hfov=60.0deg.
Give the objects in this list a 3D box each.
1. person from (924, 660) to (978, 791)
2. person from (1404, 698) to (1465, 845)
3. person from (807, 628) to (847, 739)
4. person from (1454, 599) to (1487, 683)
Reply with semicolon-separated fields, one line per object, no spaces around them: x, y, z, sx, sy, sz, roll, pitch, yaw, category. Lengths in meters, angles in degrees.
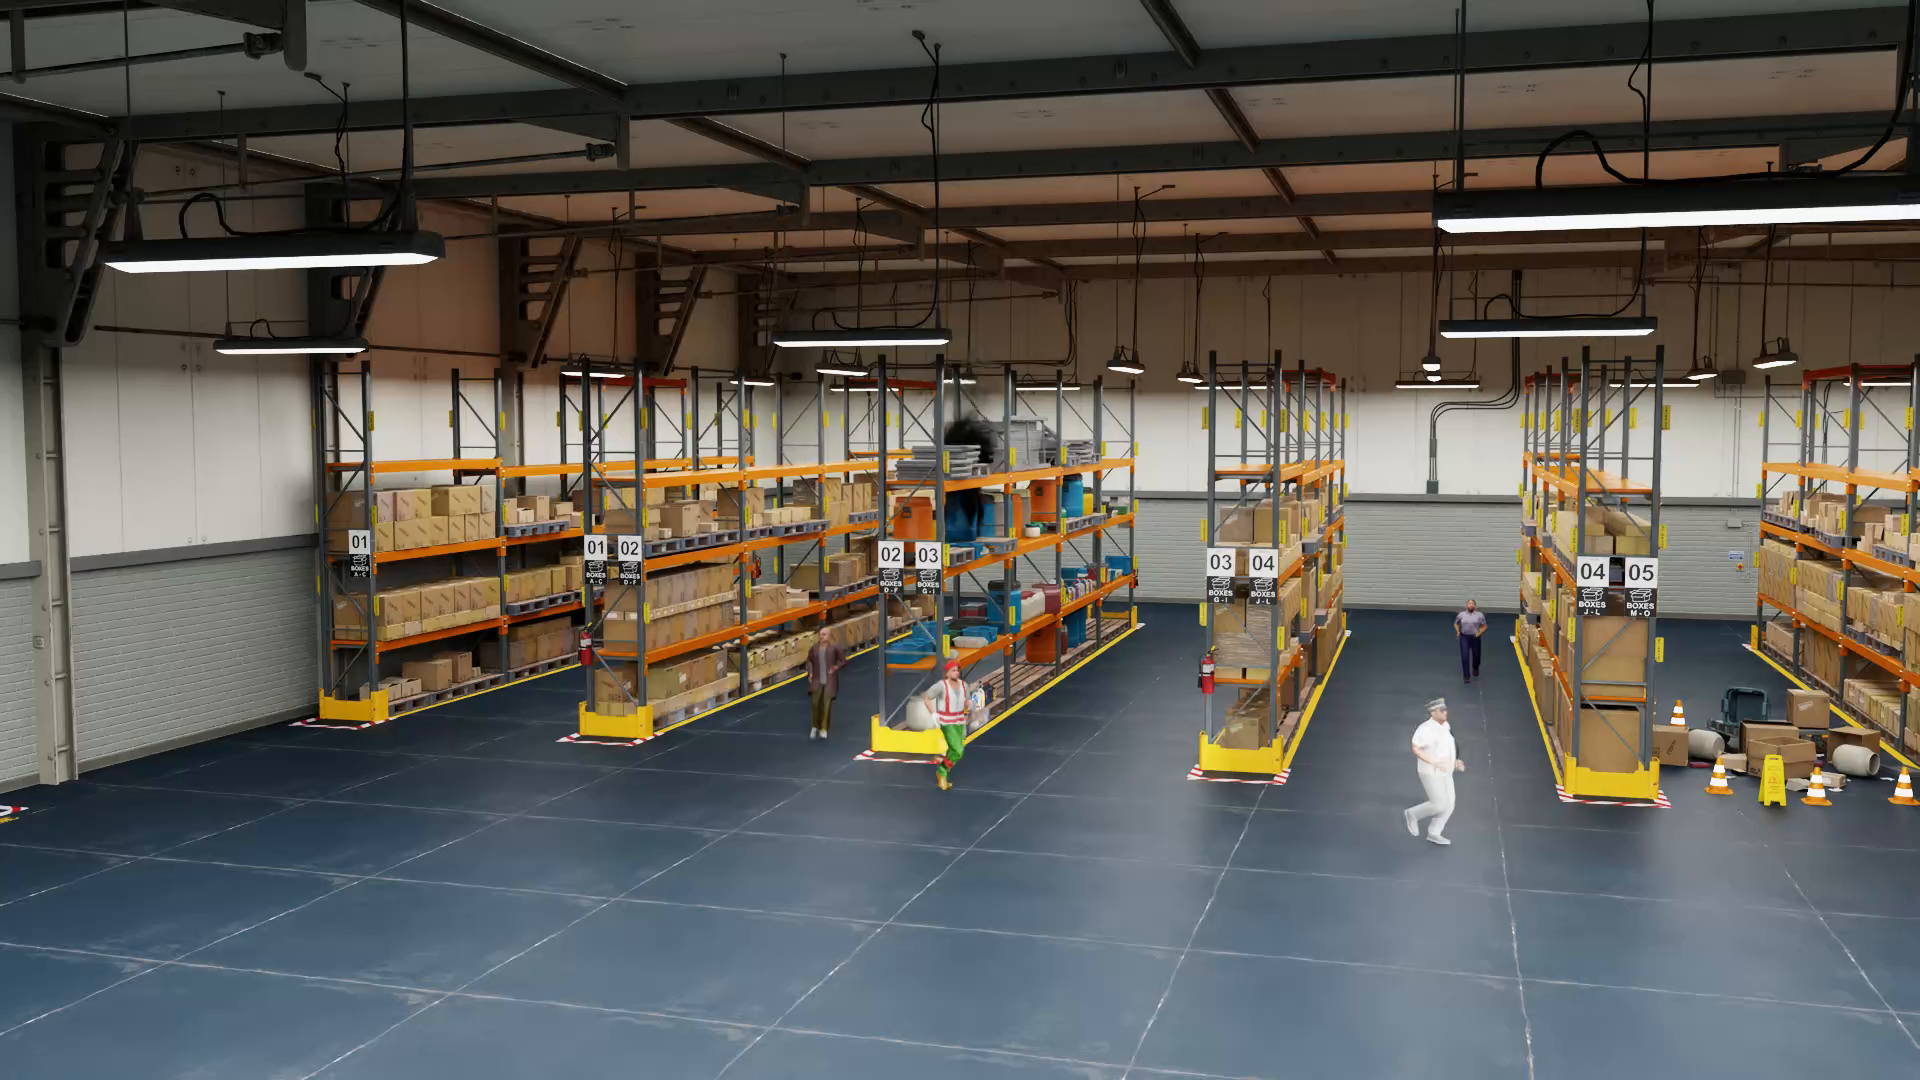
-0.072;2.508;22.516;0.625;1.763;0.659;-3;5;-41;person
5.620;2.725;19.736;0.649;1.732;0.595;-4;5;-41;person
-2.155;2.271;26.294;0.702;1.746;0.629;1;4;11;person
9.766;1.925;31.896;0.590;1.599;0.668;1;4;18;person
